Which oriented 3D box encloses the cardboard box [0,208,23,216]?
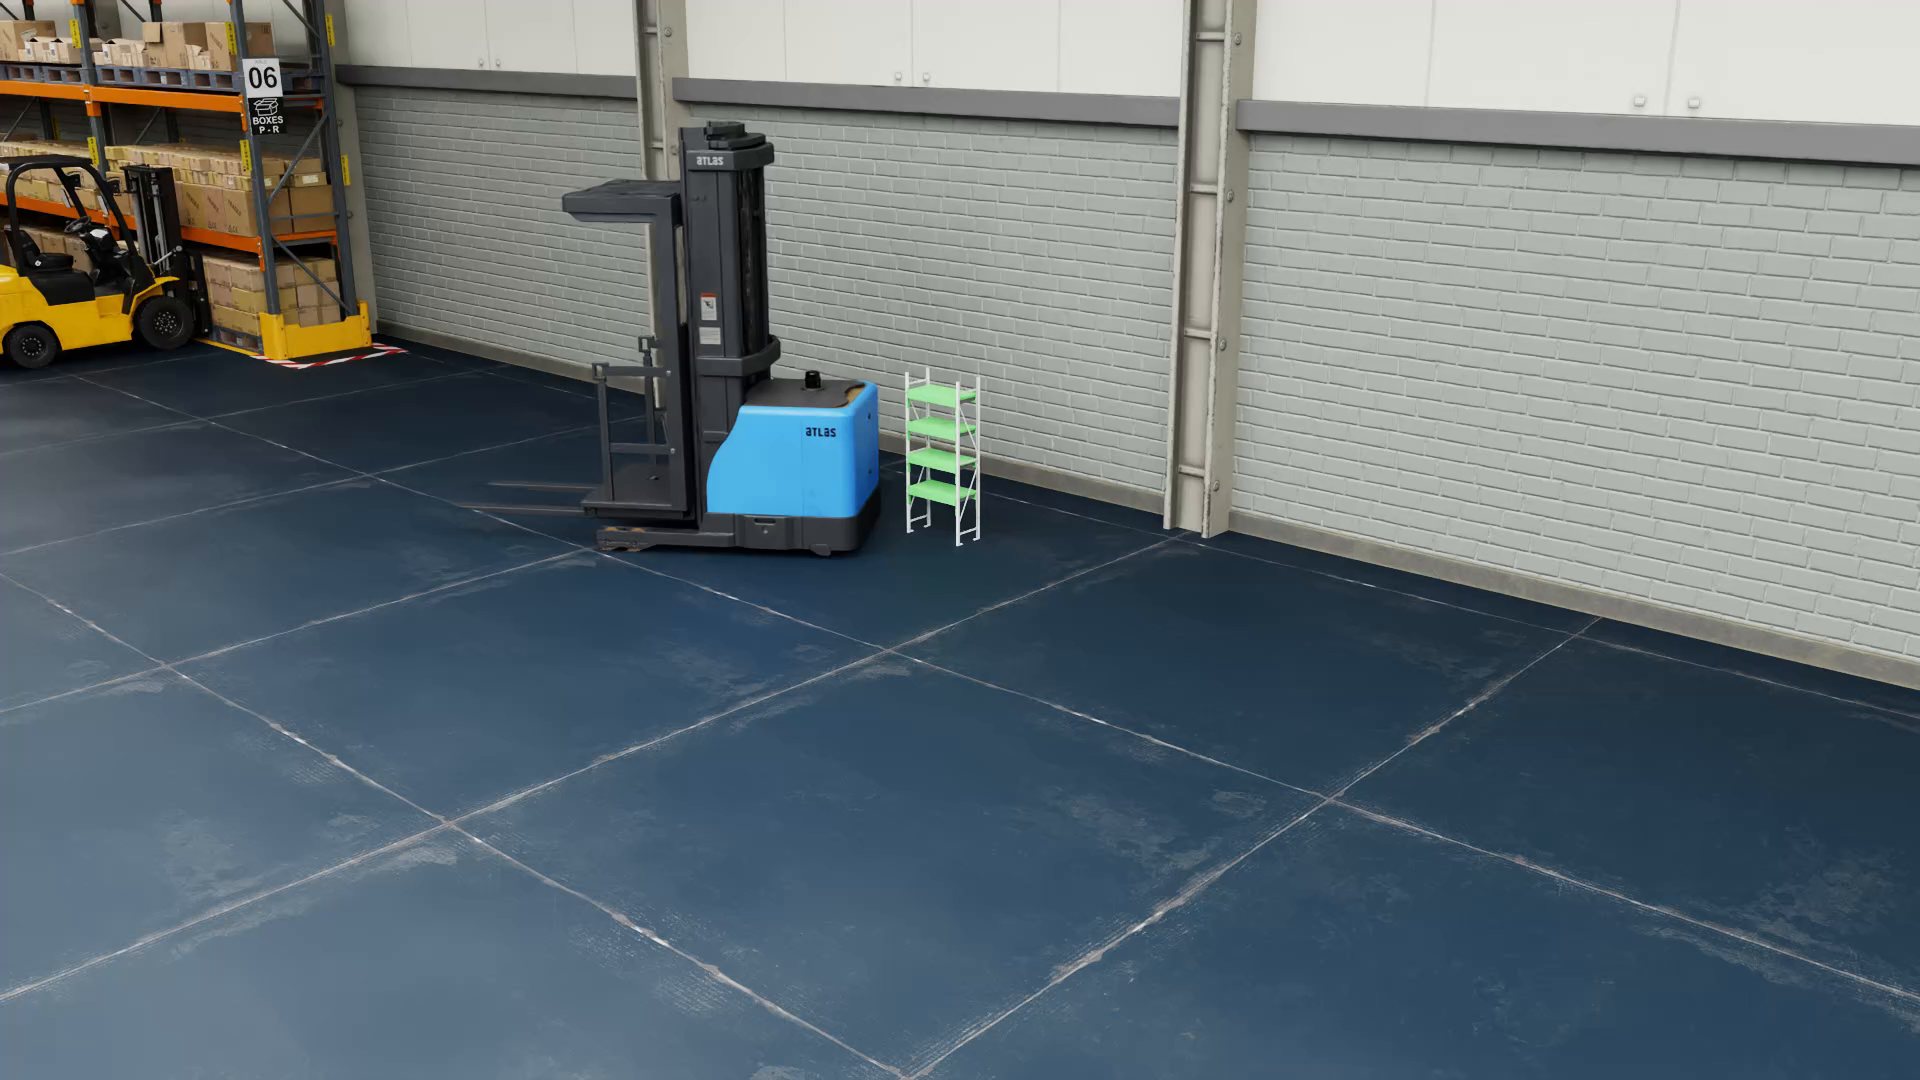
[{"bbox_3d":[-14.247,-4.889,24.924,0.250,0.149,0.380,14,23,38],"label":"cardboard box"}]

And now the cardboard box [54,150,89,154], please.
[{"bbox_3d":[-11.478,-4.958,21.539,0.250,0.149,0.380,14,23,38],"label":"cardboard box"}]

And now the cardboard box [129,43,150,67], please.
[{"bbox_3d":[-9.374,-5.631,19.301,0.258,0.266,0.396,14,23,38],"label":"cardboard box"}]

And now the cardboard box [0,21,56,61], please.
[{"bbox_3d":[-12.133,-6.508,21.676,0.500,0.500,0.500,16,23,41],"label":"cardboard box"}]

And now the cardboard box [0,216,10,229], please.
[{"bbox_3d":[-13.812,-4.548,23.848,0.250,0.149,0.380,14,22,37],"label":"cardboard box"}]

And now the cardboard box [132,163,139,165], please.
[{"bbox_3d":[-9.675,-4.454,19.950,0.250,0.149,0.380,16,23,40],"label":"cardboard box"}]

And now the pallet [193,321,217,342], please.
[{"bbox_3d":[-8.799,-2.642,20.086,1.213,0.211,1.003,15,23,39],"label":"pallet"}]

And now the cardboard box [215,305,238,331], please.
[{"bbox_3d":[-8.218,-2.596,19.184,0.500,0.250,0.500,15,23,39],"label":"cardboard box"}]

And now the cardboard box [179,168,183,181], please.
[{"bbox_3d":[-8.839,-4.267,19.361,0.250,0.149,0.380,15,23,39],"label":"cardboard box"}]

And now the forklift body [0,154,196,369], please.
[{"bbox_3d":[-9.920,-3.145,18.466,1.214,2.155,2.313,15,23,39],"label":"forklift body"}]

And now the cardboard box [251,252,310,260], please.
[{"bbox_3d":[-7.901,-3.187,19.392,0.500,0.250,0.500,15,23,39],"label":"cardboard box"}]

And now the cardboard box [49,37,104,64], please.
[{"bbox_3d":[-10.986,-6.110,20.734,0.500,0.311,0.500,14,22,38],"label":"cardboard box"}]

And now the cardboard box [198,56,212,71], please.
[{"bbox_3d":[-8.112,-5.237,18.252,0.250,0.149,0.380,14,22,38],"label":"cardboard box"}]

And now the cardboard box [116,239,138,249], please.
[{"bbox_3d":[-10.129,-3.583,20.640,0.500,0.250,0.500,15,23,38],"label":"cardboard box"}]

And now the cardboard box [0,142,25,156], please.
[{"bbox_3d":[-13.031,-5.361,22.807,0.250,0.149,0.380,16,23,40],"label":"cardboard box"}]

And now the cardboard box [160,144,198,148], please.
[{"bbox_3d":[-9.683,-4.828,20.636,0.250,0.149,0.380,14,23,38],"label":"cardboard box"}]

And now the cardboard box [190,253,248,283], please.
[{"bbox_3d":[-8.612,-3.170,19.339,0.500,0.250,0.500,15,23,40],"label":"cardboard box"}]

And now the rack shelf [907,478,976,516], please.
[{"bbox_3d":[-0.124,-0.315,12.127,0.480,0.148,0.258,15,23,39],"label":"rack shelf"}]

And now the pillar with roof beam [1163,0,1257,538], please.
[{"bbox_3d":[-1.096,-3.401,7.953,0.400,9.000,9.100,15,23,39],"label":"pillar with roof beam"}]

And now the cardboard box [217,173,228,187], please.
[{"bbox_3d":[-8.100,-4.055,18.693,0.250,0.149,0.380,16,23,40],"label":"cardboard box"}]

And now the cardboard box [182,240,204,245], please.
[{"bbox_3d":[-9.397,-3.597,20.687,0.500,0.250,0.500,15,23,38],"label":"cardboard box"}]

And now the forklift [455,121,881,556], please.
[{"bbox_3d":[-2.152,-1.468,11.891,3.031,2.935,1.130,2,18,8],"label":"forklift"}]

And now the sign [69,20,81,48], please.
[{"bbox_3d":[-10.635,-6.086,19.996,0.005,0.325,0.100,15,23,39],"label":"sign"}]

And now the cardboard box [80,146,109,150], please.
[{"bbox_3d":[-11.512,-5.177,22.229,0.250,0.149,0.380,15,23,40],"label":"cardboard box"}]

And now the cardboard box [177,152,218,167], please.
[{"bbox_3d":[-8.850,-4.411,19.323,0.250,0.149,0.380,15,23,40],"label":"cardboard box"}]

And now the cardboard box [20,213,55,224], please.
[{"bbox_3d":[-13.458,-4.681,24.268,0.250,0.149,0.380,17,24,42],"label":"cardboard box"}]

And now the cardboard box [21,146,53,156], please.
[{"bbox_3d":[-12.259,-5.157,22.166,0.250,0.149,0.380,16,23,40],"label":"cardboard box"}]

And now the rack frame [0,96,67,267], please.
[{"bbox_3d":[-13.274,-5.188,23.500,0.127,3.000,1.000,15,23,39],"label":"rack frame"}]

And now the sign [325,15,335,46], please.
[{"bbox_3d":[-6.918,-5.590,18.232,0.005,0.325,0.100,15,23,39],"label":"sign"}]

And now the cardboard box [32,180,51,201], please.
[{"bbox_3d":[-11.955,-4.663,22.095,0.500,0.250,0.500,16,24,41],"label":"cardboard box"}]

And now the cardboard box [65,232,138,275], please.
[{"bbox_3d":[-11.256,-3.713,22.083,0.625,0.625,0.875,15,23,39],"label":"cardboard box"}]

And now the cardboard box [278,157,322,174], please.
[{"bbox_3d":[-7.400,-4.196,18.645,0.250,0.149,0.380,14,23,38],"label":"cardboard box"}]

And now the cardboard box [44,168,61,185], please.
[{"bbox_3d":[-11.588,-4.798,21.692,0.500,0.250,0.500,16,23,40],"label":"cardboard box"}]

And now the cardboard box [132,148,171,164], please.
[{"bbox_3d":[-9.664,-4.596,19.905,0.250,0.149,0.380,16,23,40],"label":"cardboard box"}]

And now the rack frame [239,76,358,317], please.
[{"bbox_3d":[-7.291,-3.582,18.438,0.127,3.000,1.000,15,23,39],"label":"rack frame"}]

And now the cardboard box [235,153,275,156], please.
[{"bbox_3d":[-8.169,-4.406,19.307,0.250,0.149,0.380,16,24,41],"label":"cardboard box"}]

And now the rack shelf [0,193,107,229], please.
[{"bbox_3d":[-11.778,-4.443,22.343,4.000,0.370,1.077,15,23,39],"label":"rack shelf"}]

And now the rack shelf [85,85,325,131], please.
[{"bbox_3d":[-8.787,-5.070,19.359,4.000,0.370,1.077,15,23,39],"label":"rack shelf"}]

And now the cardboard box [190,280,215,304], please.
[{"bbox_3d":[-8.630,-2.938,19.437,0.500,0.250,0.500,14,23,38],"label":"cardboard box"}]

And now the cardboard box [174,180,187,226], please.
[{"bbox_3d":[-8.982,-3.976,19.516,0.500,0.500,0.500,15,23,40],"label":"cardboard box"}]

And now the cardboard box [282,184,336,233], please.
[{"bbox_3d":[-7.477,-3.791,18.935,0.500,0.500,0.500,16,24,41],"label":"cardboard box"}]

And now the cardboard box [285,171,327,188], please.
[{"bbox_3d":[-7.372,-4.065,18.725,0.250,0.149,0.380,14,23,38],"label":"cardboard box"}]

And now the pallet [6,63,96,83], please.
[{"bbox_3d":[-11.869,-6.188,22.003,1.213,0.211,1.003,16,24,42],"label":"pallet"}]

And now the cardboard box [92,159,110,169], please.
[{"bbox_3d":[-10.685,-4.760,20.913,0.250,0.149,0.380,16,24,41],"label":"cardboard box"}]

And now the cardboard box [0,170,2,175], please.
[{"bbox_3d":[-13.121,-5.205,22.974,0.500,0.250,0.500,15,23,39],"label":"cardboard box"}]

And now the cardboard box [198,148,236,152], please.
[{"bbox_3d":[-8.907,-4.623,19.991,0.250,0.149,0.380,15,23,39],"label":"cardboard box"}]

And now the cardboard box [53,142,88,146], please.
[{"bbox_3d":[-12.244,-5.399,22.926,0.250,0.149,0.380,14,23,38],"label":"cardboard box"}]

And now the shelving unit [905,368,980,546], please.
[{"bbox_3d":[-0.124,-0.605,12.035,0.503,1.200,0.258,15,23,39],"label":"shelving unit"}]

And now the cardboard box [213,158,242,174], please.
[{"bbox_3d":[-8.117,-4.193,18.637,0.250,0.149,0.380,16,23,40],"label":"cardboard box"}]
